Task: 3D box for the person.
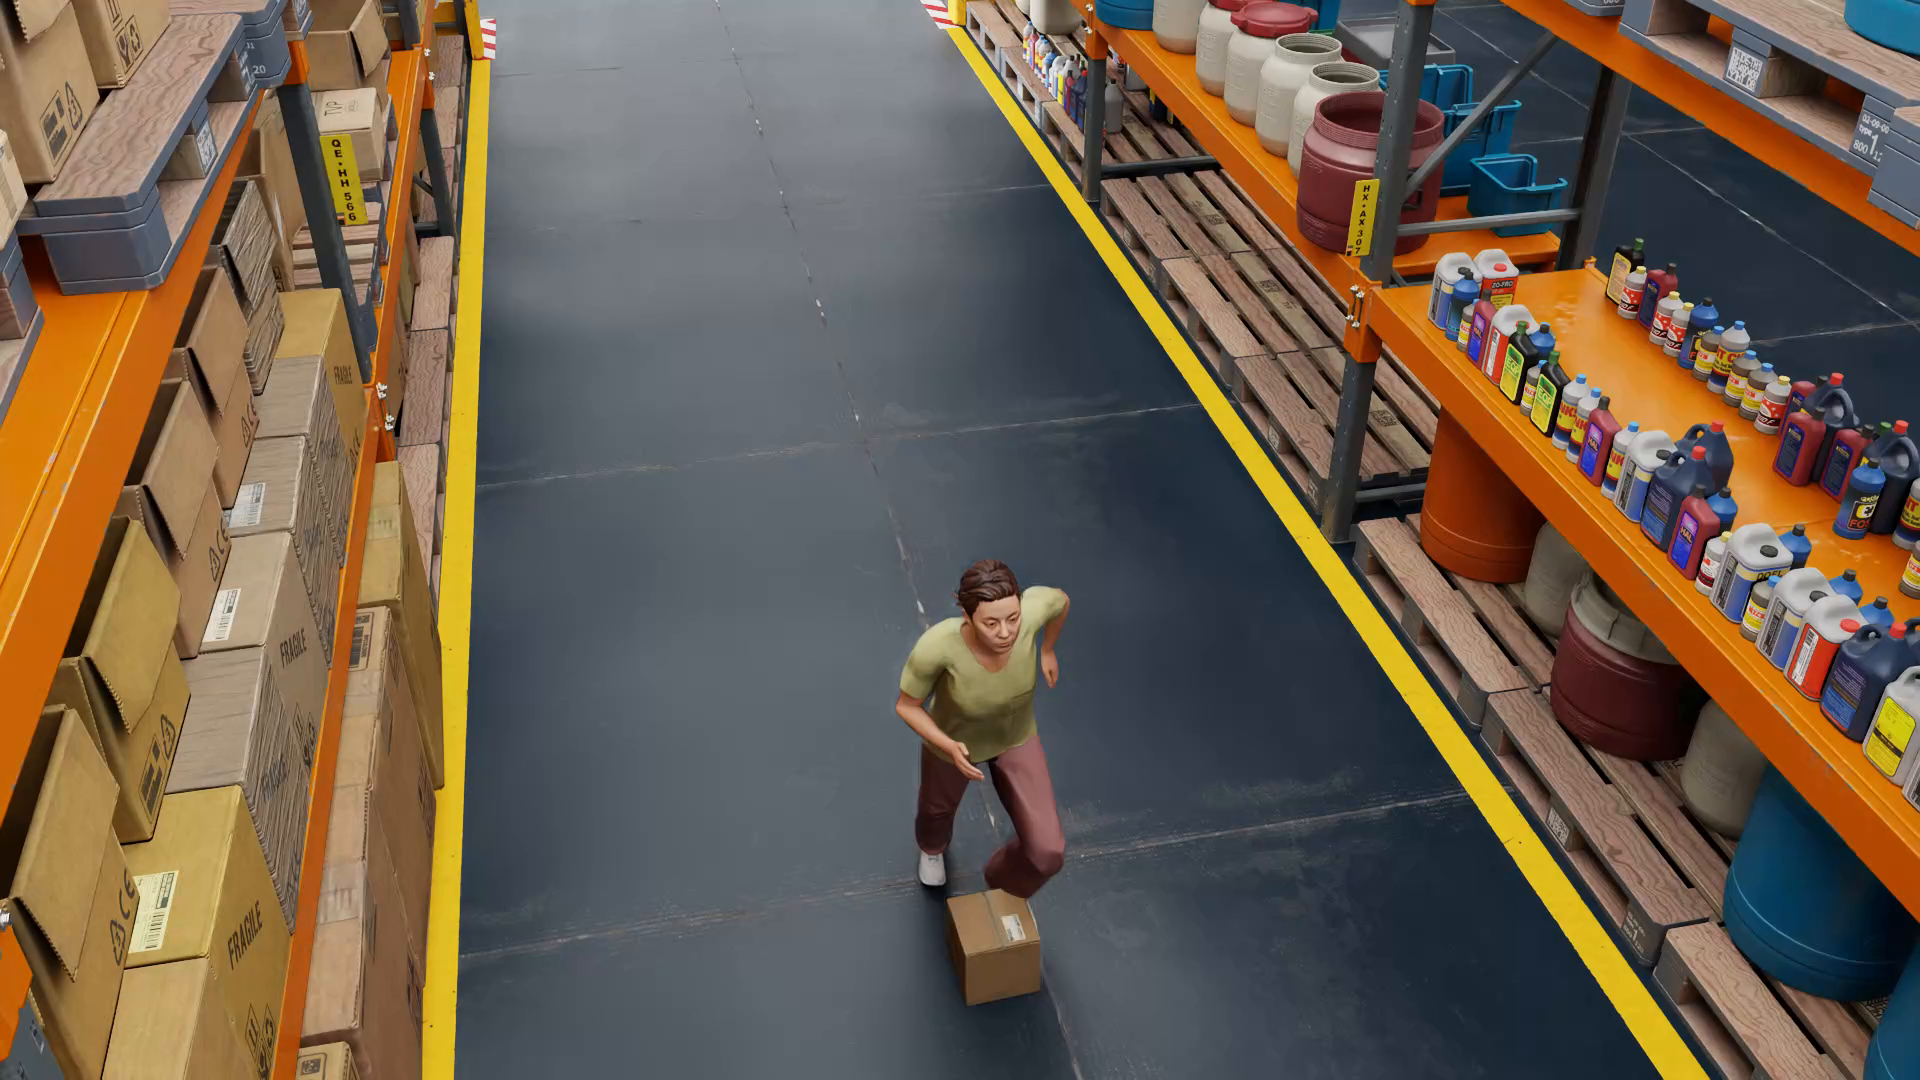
[{"bbox_3d":[0.076,0.640,5.268,0.577,1.581,0.861,-5,35,-7],"label":"person"}]
